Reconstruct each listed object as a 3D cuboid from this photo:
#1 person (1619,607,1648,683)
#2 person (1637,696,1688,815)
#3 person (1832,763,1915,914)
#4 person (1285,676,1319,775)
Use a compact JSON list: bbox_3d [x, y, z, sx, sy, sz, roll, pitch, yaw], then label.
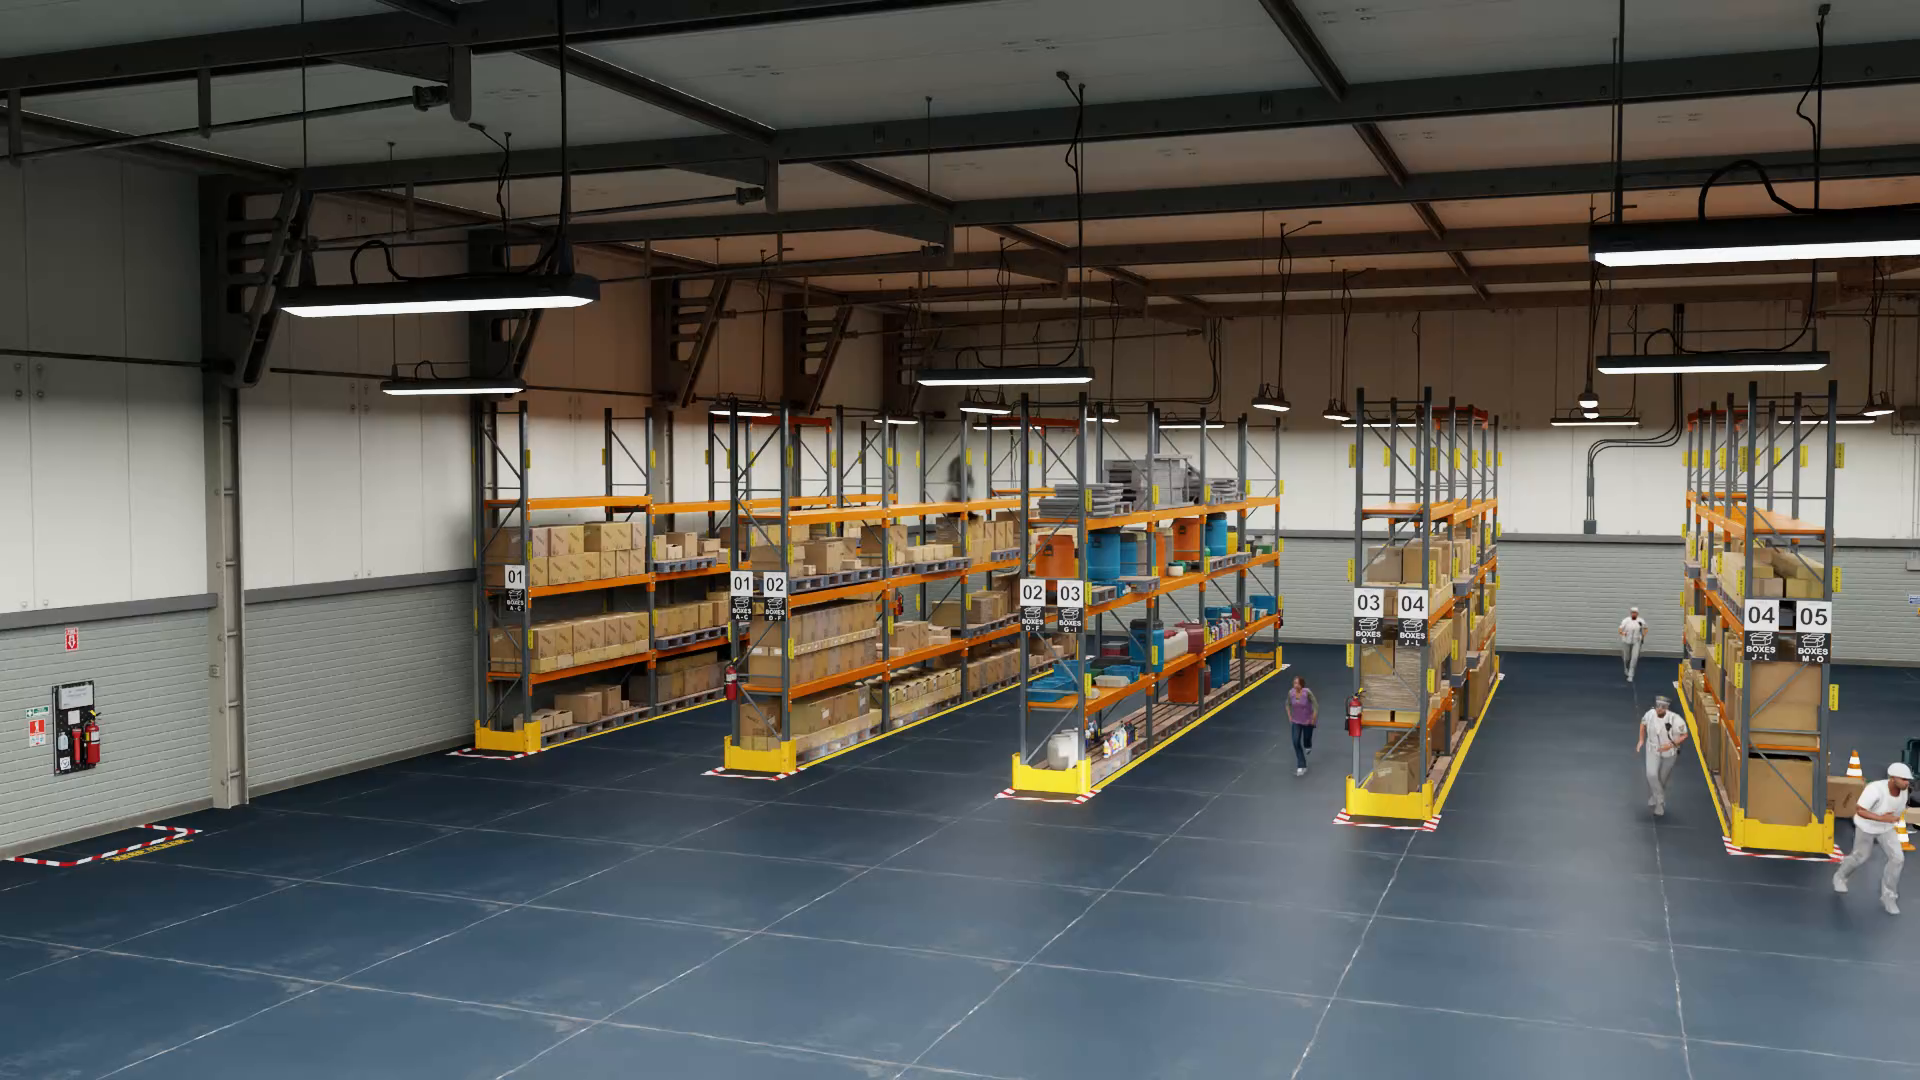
[{"bbox_3d":[15.216,2.348,37.600,0.612,1.665,0.925,1,3,24],"label":"person"},{"bbox_3d":[10.020,3.031,23.695,0.680,1.720,0.848,2,3,30],"label":"person"},{"bbox_3d":[10.235,3.288,18.625,0.745,1.716,1.029,-1,3,-16],"label":"person"},{"bbox_3d":[5.496,2.946,26.688,0.551,1.577,0.786,1,3,24],"label":"person"}]
